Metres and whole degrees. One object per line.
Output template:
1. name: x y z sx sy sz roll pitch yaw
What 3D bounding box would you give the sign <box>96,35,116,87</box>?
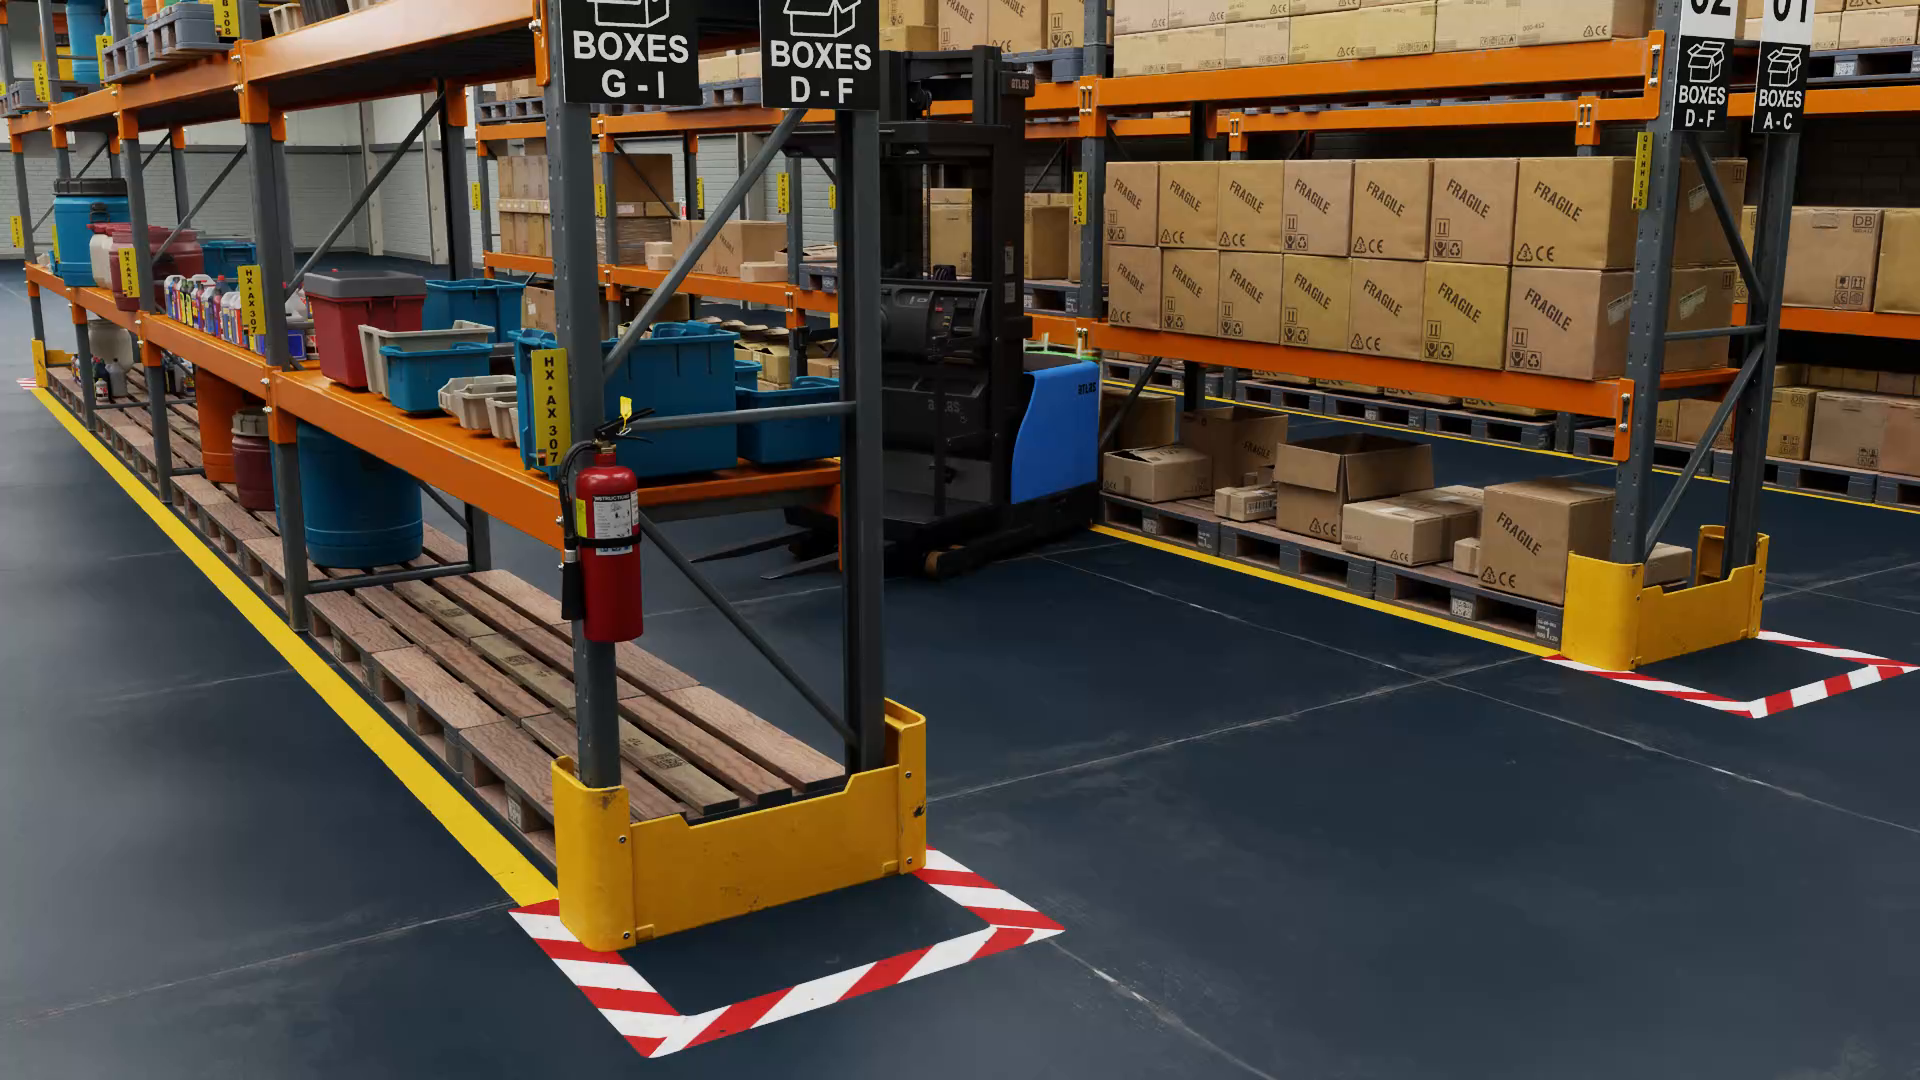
1. sign: -5.578 -3.129 10.871 0.100 0.325 0.005 -8 15 -33

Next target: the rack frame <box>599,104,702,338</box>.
1. rack frame: -3.215 -3.078 17.415 1.000 3.000 0.127 -8 15 -33

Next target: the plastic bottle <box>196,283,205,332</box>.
1. plastic bottle: -4.551 -1.398 10.005 0.061 0.283 0.133 -8 15 -33

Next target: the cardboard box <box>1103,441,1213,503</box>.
1. cardboard box: 1.270 -0.456 10.691 0.500 0.311 0.500 -8 15 -33

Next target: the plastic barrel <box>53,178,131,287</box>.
1. plastic barrel: -7.379 -2.633 14.205 0.600 0.901 0.708 -8 15 -33

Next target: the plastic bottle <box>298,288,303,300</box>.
1. plastic bottle: -4.368 -1.599 11.116 0.097 0.201 0.097 0 12 0

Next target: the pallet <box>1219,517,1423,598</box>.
1. pallet: 2.277 0.047 9.655 1.003 0.211 1.213 -8 15 -33

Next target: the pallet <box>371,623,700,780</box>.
1. pallet: -1.788 0.636 6.959 1.003 0.211 1.213 -8 15 -33

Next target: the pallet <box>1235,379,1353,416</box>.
1. pallet: 3.497 -1.442 16.462 1.003 0.211 1.213 -8 15 -33

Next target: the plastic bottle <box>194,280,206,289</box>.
1. plastic bottle: -4.805 -1.504 10.518 0.097 0.271 0.097 0 12 0

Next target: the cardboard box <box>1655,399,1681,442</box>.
1. cardboard box: 5.668 -1.081 13.152 0.700 0.500 0.500 -8 15 -32

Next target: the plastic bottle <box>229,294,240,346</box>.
1. plastic bottle: -3.952 -1.219 9.206 0.152 0.276 0.135 -8 15 -33

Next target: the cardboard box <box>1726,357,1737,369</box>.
1. cardboard box: 5.706 -1.315 12.705 0.380 0.149 0.250 -8 14 -31

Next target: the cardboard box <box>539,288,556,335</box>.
1. cardboard box: -4.490 -2.629 19.059 0.500 0.500 0.500 -8 15 -33

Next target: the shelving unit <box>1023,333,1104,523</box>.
1. shelving unit: 0.635 -0.733 10.857 0.258 1.200 0.503 -7 14 -44

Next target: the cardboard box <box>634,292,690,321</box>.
1. cardboard box: -3.211 -2.426 18.130 0.500 0.500 0.500 -8 15 -33

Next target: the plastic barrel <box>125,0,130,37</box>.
1. plastic barrel: -6.516 -4.021 13.535 0.600 0.901 0.600 0 12 0

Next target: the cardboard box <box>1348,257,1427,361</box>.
1. cardboard box: 2.397 -1.221 8.691 0.500 0.500 0.500 -8 15 -32

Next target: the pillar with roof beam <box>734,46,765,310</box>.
1. pillar with roof beam: -7.109 -7.842 25.160 9.100 9.000 0.400 -8 15 -33

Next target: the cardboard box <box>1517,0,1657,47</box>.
1. cardboard box: 2.930 -2.396 7.627 0.500 0.250 0.500 -8 15 -33

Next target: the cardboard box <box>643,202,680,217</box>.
1. cardboard box: -3.202 -3.514 17.658 0.380 0.149 0.250 -8 15 -33

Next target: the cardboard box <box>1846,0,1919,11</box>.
1. cardboard box: 6.359 -3.823 11.180 0.500 0.500 0.500 -9 15 -35

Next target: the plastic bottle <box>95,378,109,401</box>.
1. plastic bottle: -7.801 -1.368 15.115 0.097 0.201 0.097 0 12 0

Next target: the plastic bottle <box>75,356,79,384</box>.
1. plastic bottle: -8.622 -1.665 16.313 0.097 0.271 0.097 0 12 0

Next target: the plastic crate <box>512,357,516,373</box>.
1. plastic crate: -1.693 -0.696 6.999 0.293 0.136 0.466 -8 15 -33

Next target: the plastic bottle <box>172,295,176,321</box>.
1. plastic bottle: -5.058 -1.527 10.790 0.097 0.201 0.097 0 12 0

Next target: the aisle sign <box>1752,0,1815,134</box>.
1. aisle sign: 3.716 -2.236 7.482 0.394 0.787 0.004 -8 15 -33

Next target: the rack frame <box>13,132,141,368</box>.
1. rack frame: -9.557 -3.204 17.990 1.000 3.000 0.127 -8 15 -33

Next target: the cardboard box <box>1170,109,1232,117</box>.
1. cardboard box: 2.500 -4.481 16.973 0.500 0.311 0.500 -8 15 -33

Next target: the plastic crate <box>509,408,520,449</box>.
1. plastic crate: -1.294 -0.382 5.565 0.396 0.136 0.243 -8 15 -33

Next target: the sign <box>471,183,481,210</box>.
1. sign: -5.896 -4.186 20.272 0.100 0.325 0.005 -8 15 -33

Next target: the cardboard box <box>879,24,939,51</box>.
1. cardboard box: -0.158 -3.624 12.657 0.910 0.500 0.500 -8 15 -33

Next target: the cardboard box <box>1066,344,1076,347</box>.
1. cardboard box: 1.657 -2.444 19.337 0.700 0.500 0.500 -8 15 -34

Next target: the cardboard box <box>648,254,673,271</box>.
1. cardboard box: -2.894 -2.773 16.611 0.380 0.149 0.250 -8 15 -33

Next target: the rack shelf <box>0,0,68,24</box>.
1. rack shelf: -8.448 -5.232 15.842 1.077 0.370 4.000 -8 15 -33

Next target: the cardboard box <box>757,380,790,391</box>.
1. cardboard box: -1.493 -1.293 14.707 0.500 0.250 0.500 -8 15 -31

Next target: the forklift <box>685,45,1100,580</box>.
1. forklift: -0.364 -1.322 9.548 1.130 2.935 3.031 9 15 34

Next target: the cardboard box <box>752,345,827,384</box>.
1. cardboard box: -1.494 -1.566 14.644 0.500 0.311 0.500 -8 14 -31

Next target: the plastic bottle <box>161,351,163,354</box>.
1. plastic bottle: -7.885 -1.748 16.505 0.144 0.351 0.185 -7 14 -30

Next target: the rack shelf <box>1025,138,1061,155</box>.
1. rack shelf: -0.201 -5.135 21.482 1.077 0.370 4.000 -8 15 -33

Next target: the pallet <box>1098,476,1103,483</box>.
1. pallet: 0.736 -0.433 11.848 1.003 0.211 1.213 -8 15 -33

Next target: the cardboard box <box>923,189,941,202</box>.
1. cardboard box: -0.164 -4.194 21.068 0.500 0.500 0.500 -9 15 -34

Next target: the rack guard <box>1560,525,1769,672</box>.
1. rack guard: 3.392 0.264 7.985 1.175 0.500 0.348 -8 15 -33

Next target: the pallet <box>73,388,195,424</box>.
1. pallet: -7.678 -1.254 15.604 1.003 0.211 1.213 -8 15 -33

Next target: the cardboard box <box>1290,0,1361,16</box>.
1. cardboard box: 2.103 -2.908 8.796 0.500 0.250 0.500 -8 15 -33

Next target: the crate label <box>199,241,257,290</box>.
1. crate label: -5.449 -2.007 12.435 0.502 0.435 0.616 -8 15 -33

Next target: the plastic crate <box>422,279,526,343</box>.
1. plastic crate: -2.365 -1.048 8.031 0.392 0.384 0.575 -8 15 -33

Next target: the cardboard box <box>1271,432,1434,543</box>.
1. cardboard box: 2.263 -0.317 9.604 0.797 0.503 0.637 -8 15 -33

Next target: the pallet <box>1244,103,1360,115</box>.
1. pallet: 3.524 -4.218 16.051 1.213 0.211 1.003 -7 14 -30

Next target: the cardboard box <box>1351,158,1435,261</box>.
1. cardboard box: 2.387 -1.709 8.581 0.500 0.500 0.500 -8 14 -31

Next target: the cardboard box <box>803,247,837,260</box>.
1. cardboard box: -1.164 -2.393 14.491 0.500 0.311 0.500 -7 14 -29

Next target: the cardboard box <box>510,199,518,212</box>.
1. cardboard box: -5.107 -3.969 19.736 0.380 0.149 0.250 -8 15 -33

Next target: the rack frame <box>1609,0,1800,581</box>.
1. rack frame: 3.434 -0.944 7.656 1.000 3.000 0.127 -8 15 -33

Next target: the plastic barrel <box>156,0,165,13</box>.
1. plastic barrel: -4.812 -3.560 10.610 0.600 0.830 0.708 -8 15 -33
